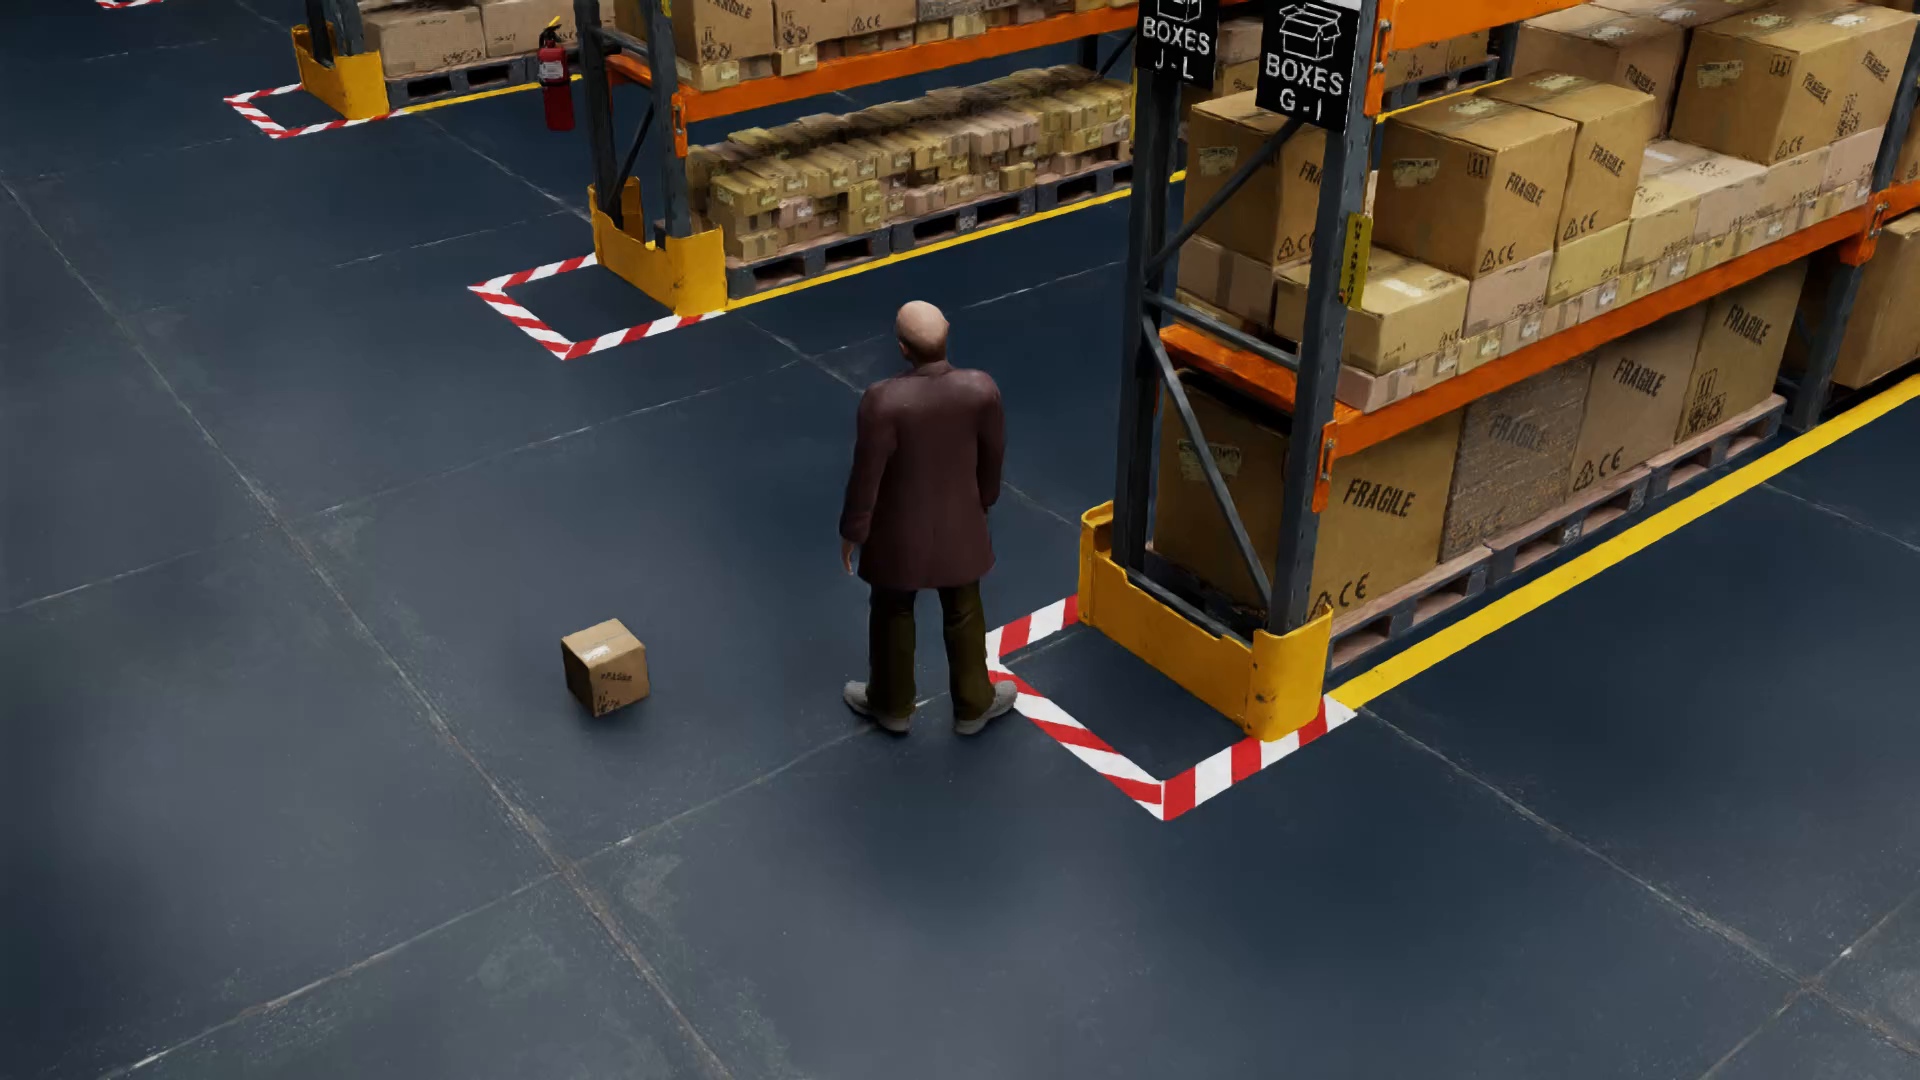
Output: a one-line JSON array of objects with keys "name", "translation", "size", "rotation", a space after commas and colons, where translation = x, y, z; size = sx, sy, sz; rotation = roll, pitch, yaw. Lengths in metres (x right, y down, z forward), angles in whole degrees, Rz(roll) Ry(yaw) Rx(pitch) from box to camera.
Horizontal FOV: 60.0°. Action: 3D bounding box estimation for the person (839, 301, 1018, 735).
[{"name": "person", "translation": [-0.111, -0.068, 6.221], "size": [0.718, 1.782, 0.431], "rotation": [-8, 33, -13]}]
